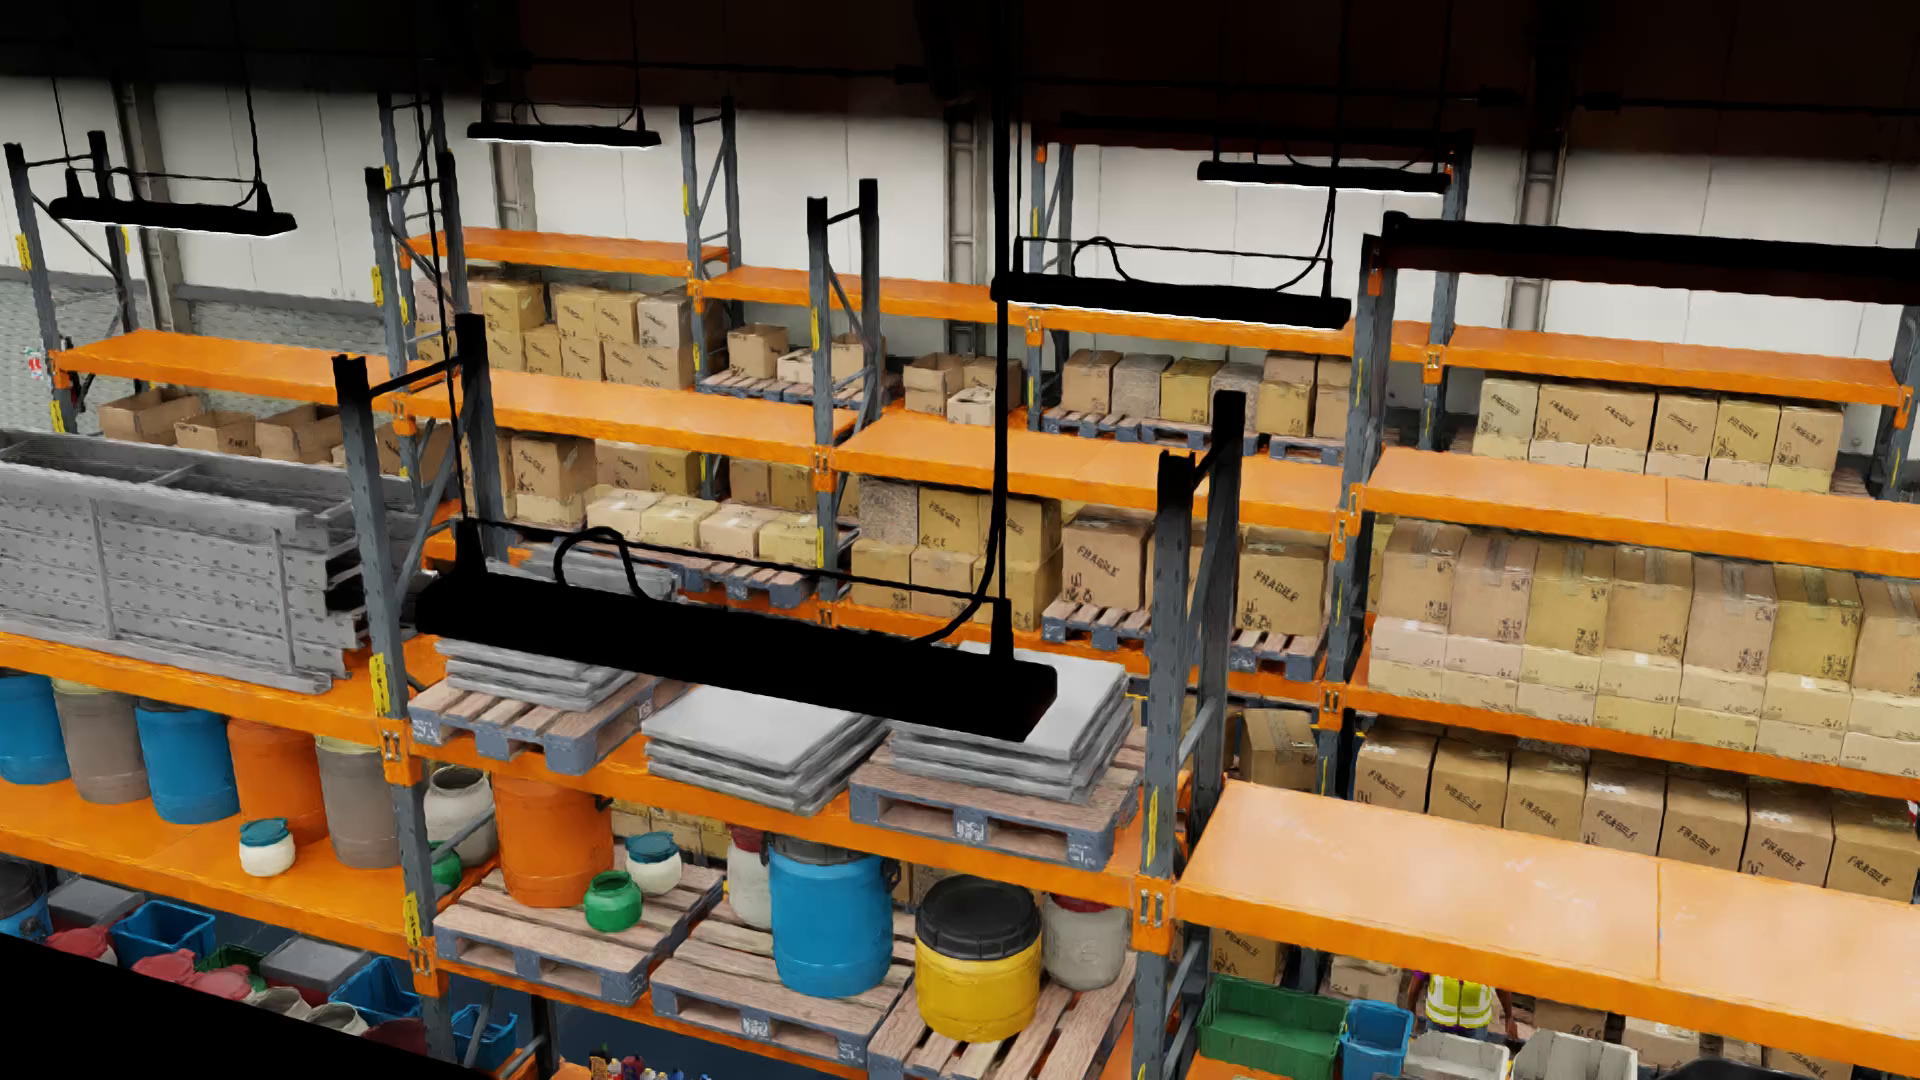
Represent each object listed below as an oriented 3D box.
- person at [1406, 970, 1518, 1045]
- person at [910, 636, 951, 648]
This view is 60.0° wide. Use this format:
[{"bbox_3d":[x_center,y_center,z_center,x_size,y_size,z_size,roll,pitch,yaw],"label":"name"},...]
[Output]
[{"bbox_3d":[3.402,3.269,11.288,0.761,1.762,0.558,5,21,14],"label":"person"},{"bbox_3d":[-0.272,1.391,16.465,0.546,1.600,0.469,-2,21,-4],"label":"person"}]
